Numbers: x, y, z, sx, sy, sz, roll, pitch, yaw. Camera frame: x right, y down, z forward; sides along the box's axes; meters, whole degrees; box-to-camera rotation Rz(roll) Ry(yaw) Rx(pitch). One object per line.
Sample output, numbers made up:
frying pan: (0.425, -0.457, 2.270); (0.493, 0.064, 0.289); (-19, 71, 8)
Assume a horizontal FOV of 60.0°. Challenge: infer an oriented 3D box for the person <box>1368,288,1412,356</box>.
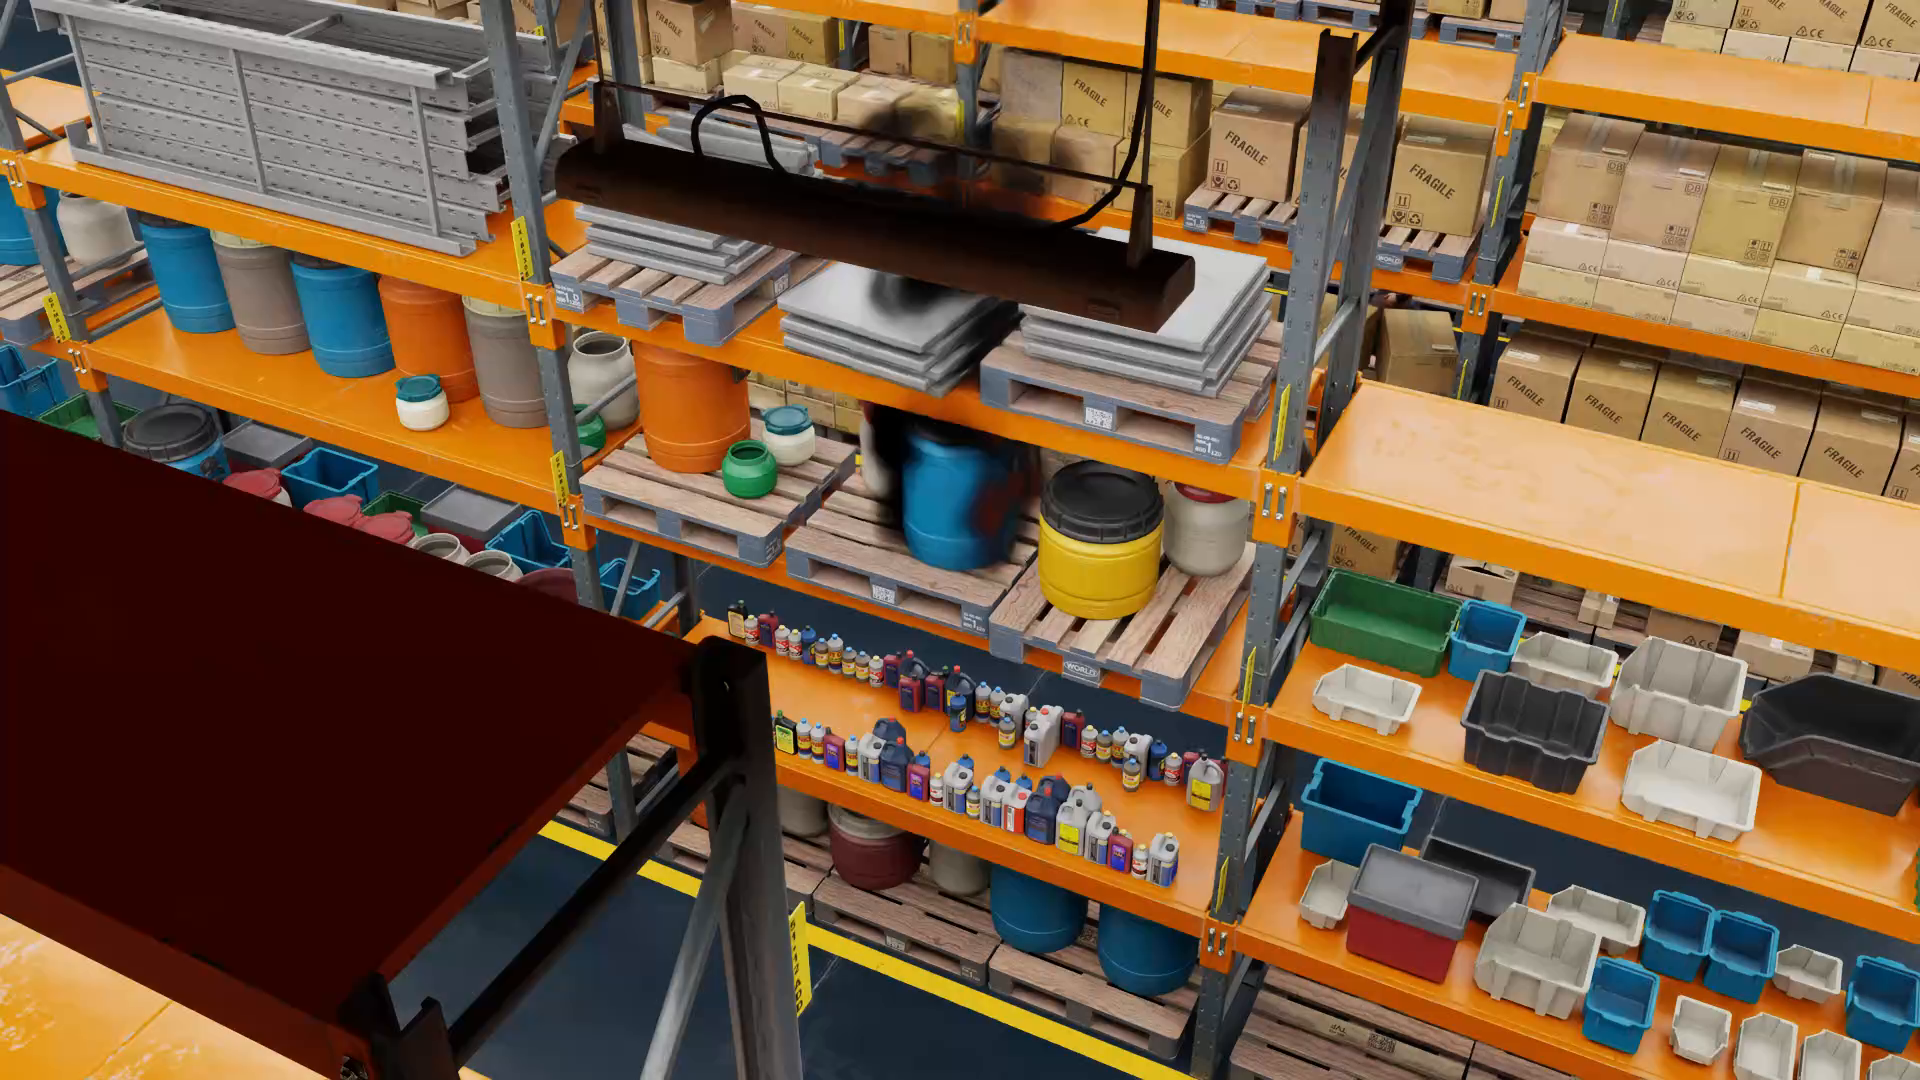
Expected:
person: (3.993, -2.241, 15.543); (0.753, 1.778, 0.674); (13, 37, 18)
